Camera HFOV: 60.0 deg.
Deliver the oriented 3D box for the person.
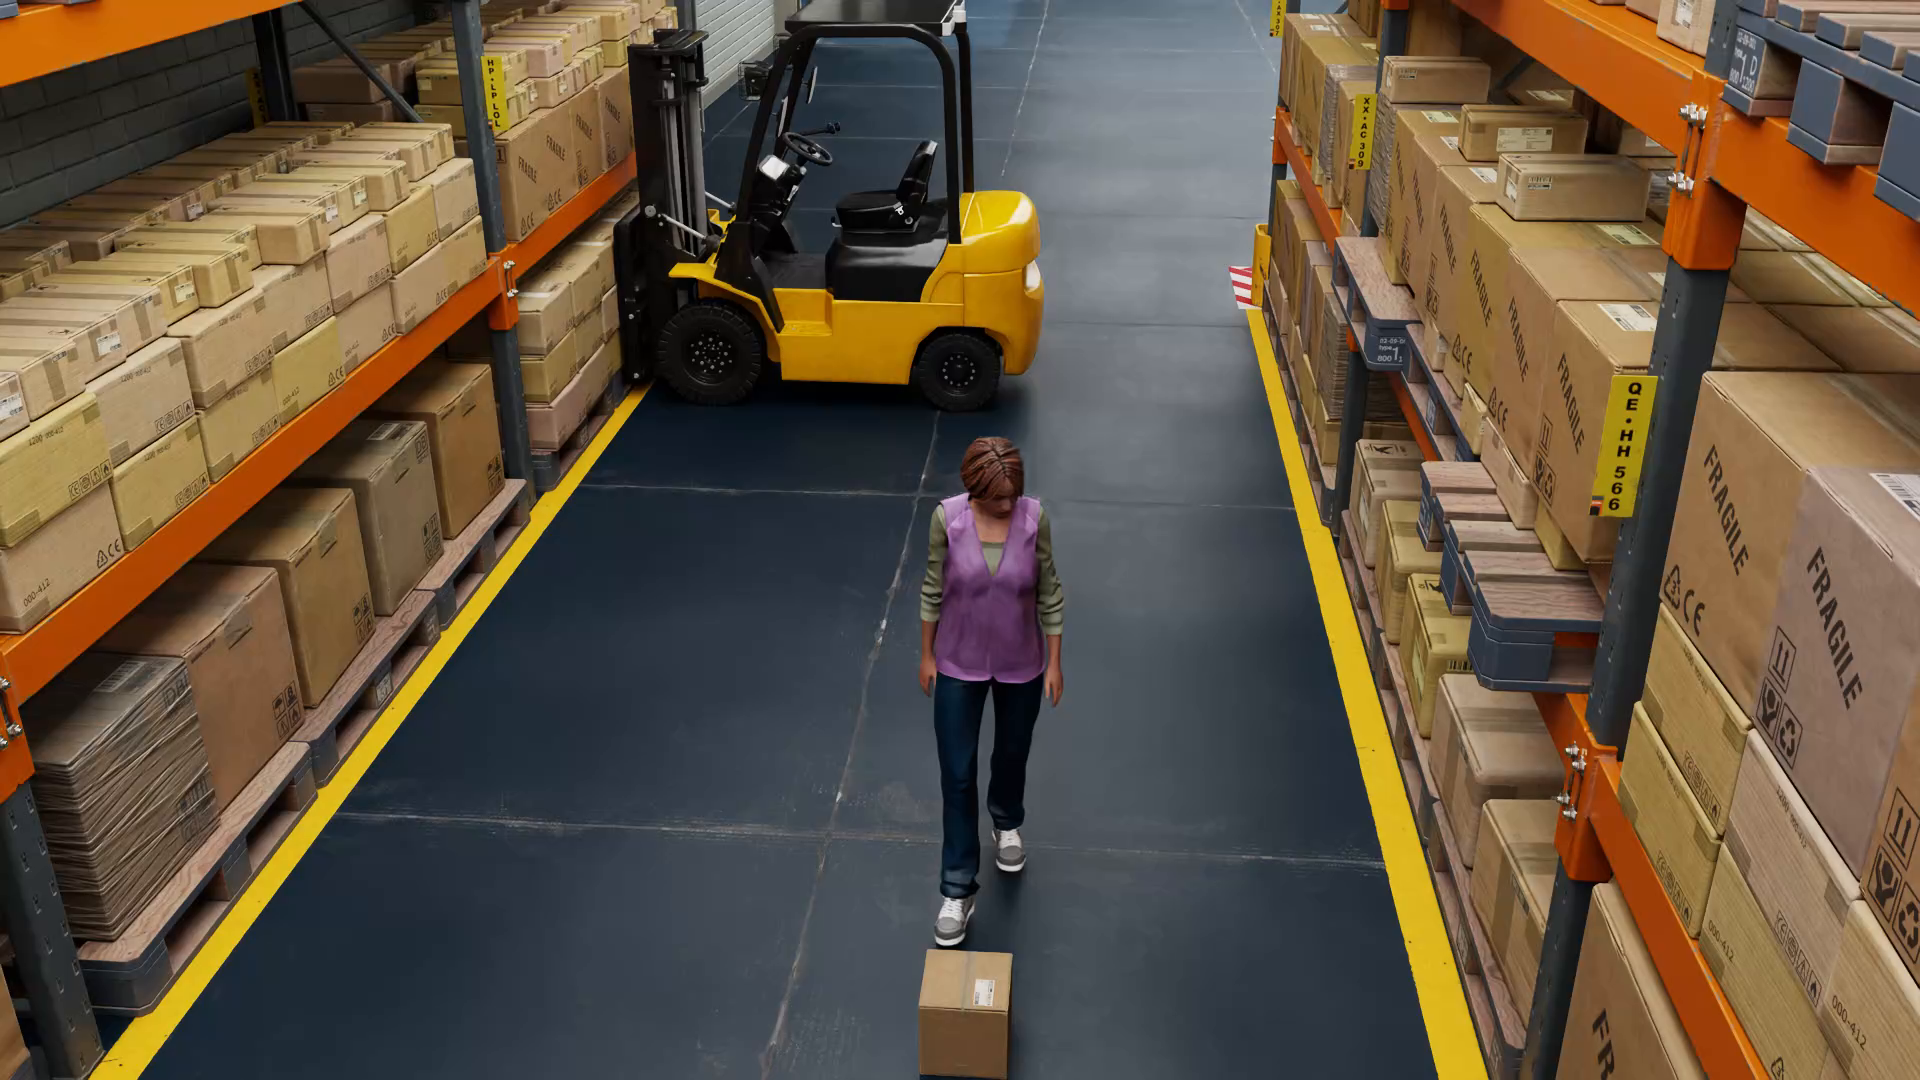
[{"bbox_3d":[0.103,0.435,5.151,0.455,1.575,0.681,-1,25,-3],"label":"person"}]
